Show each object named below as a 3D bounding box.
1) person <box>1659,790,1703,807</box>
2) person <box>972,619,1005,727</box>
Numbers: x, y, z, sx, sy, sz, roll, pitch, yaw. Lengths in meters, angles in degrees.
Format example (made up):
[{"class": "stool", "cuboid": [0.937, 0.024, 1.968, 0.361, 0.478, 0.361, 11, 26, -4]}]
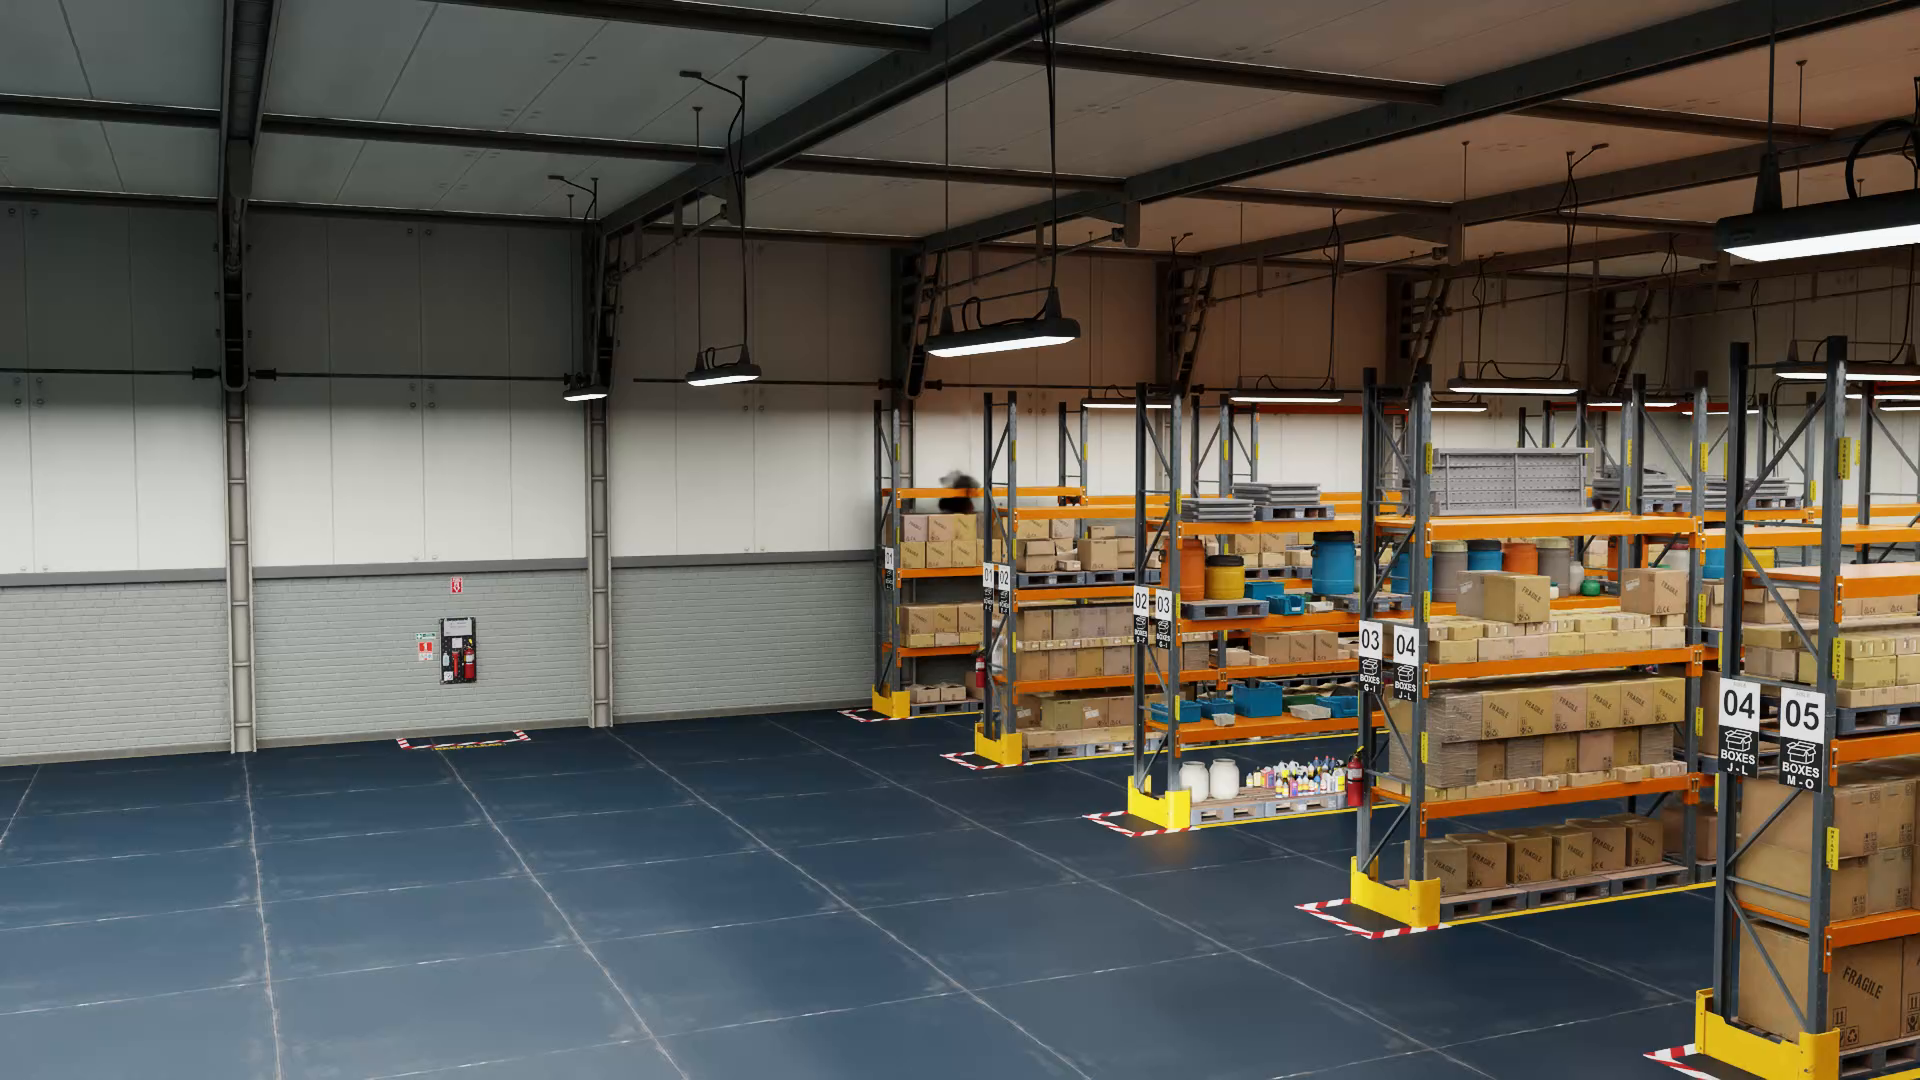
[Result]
[{"class": "person", "cuboid": [9.709, 3.031, 22.418, 0.612, 1.652, 0.576, -1, 4, -21]}, {"class": "person", "cuboid": [0.548, 2.297, 28.952, 0.825, 1.834, 0.679, -2, 4, -33]}]
